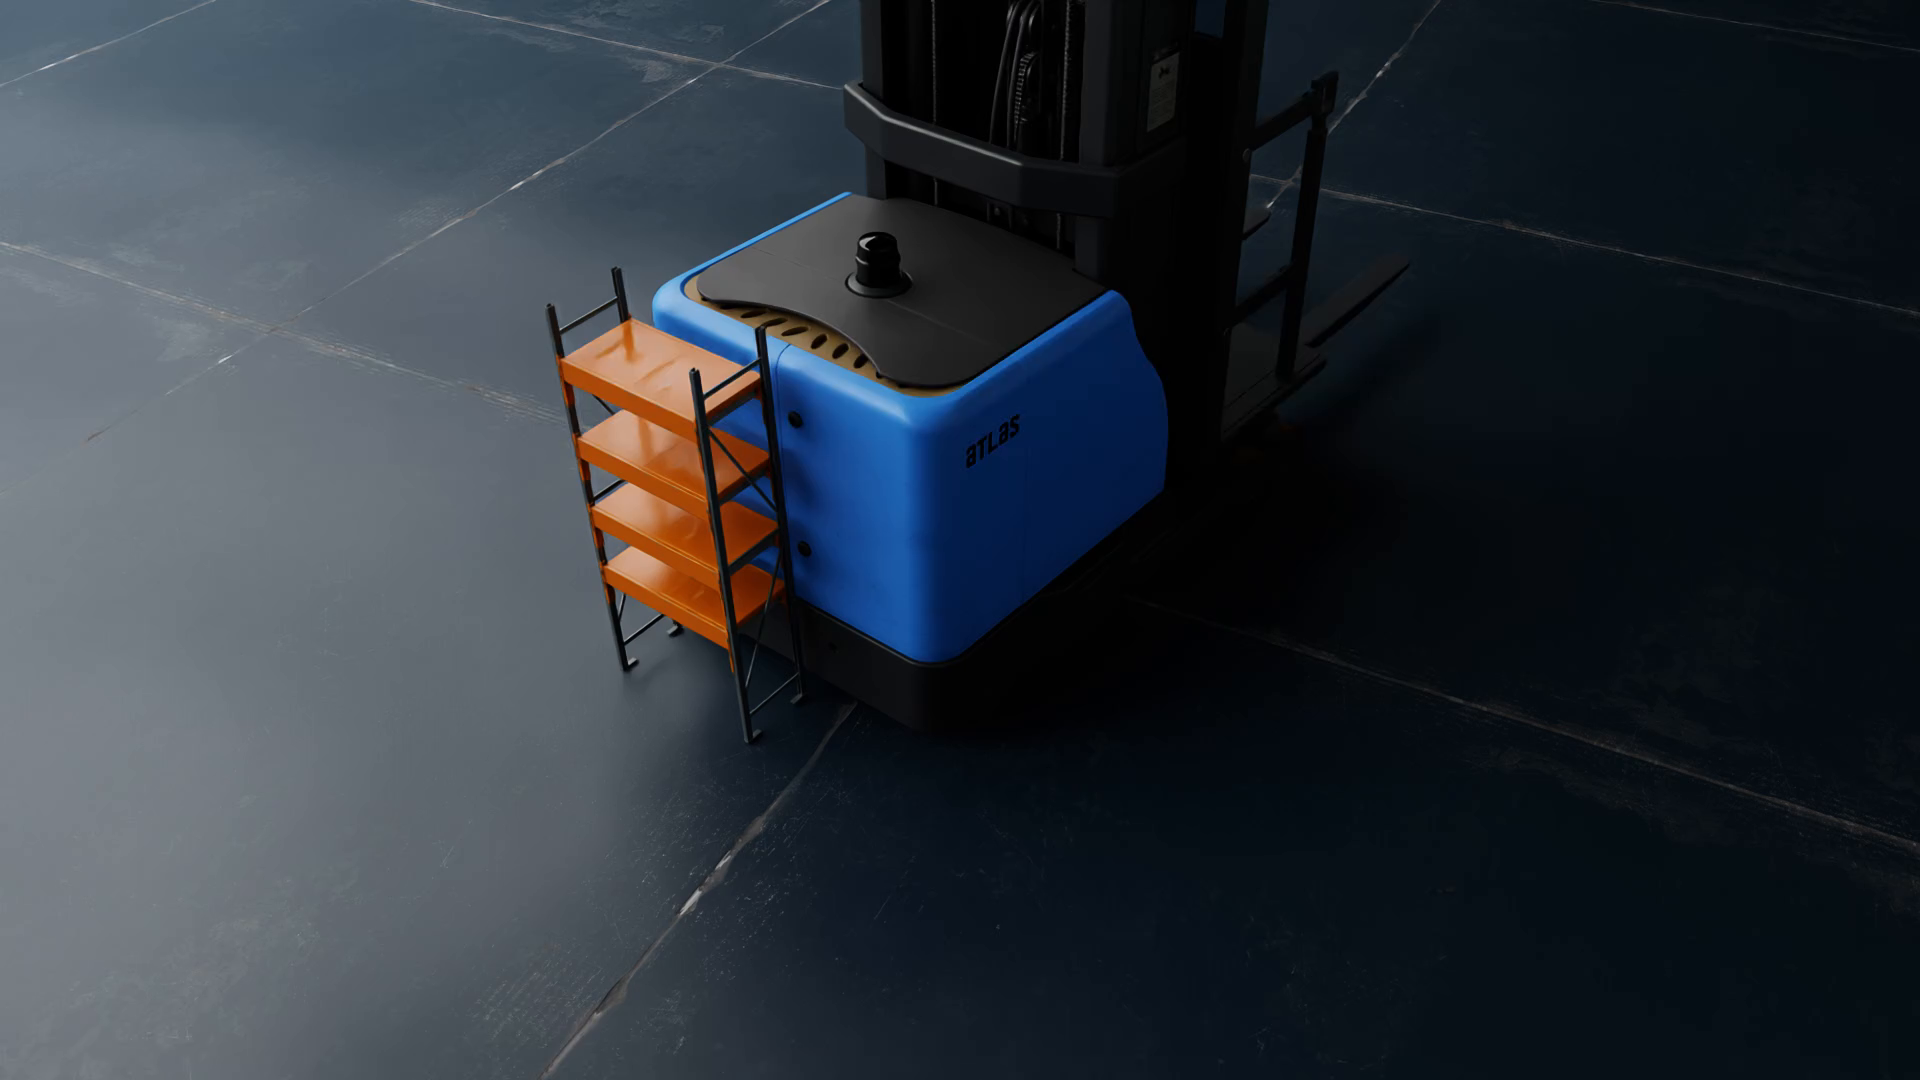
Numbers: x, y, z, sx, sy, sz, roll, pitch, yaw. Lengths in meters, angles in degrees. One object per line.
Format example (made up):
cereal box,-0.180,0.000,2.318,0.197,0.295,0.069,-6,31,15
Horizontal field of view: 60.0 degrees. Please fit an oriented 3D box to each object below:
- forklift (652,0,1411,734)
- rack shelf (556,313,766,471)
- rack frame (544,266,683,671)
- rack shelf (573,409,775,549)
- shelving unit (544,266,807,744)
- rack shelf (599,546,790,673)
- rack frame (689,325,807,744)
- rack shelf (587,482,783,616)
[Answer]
forklift,0.494,-1.475,4.769,1.130,2.935,3.031,26,44,30
rack shelf,-0.726,-0.371,4.088,0.480,0.148,0.258,25,46,29
rack frame,-0.910,-0.155,4.453,0.015,1.200,0.240,25,46,29
rack shelf,-0.720,-0.187,4.237,0.480,0.148,0.258,25,46,29
shelving unit,-0.716,-0.065,4.335,0.503,1.200,0.258,25,46,29
rack shelf,-0.709,0.141,4.502,0.480,0.148,0.258,25,46,29
rack frame,-0.522,0.024,4.217,0.015,1.200,0.240,25,46,29
rack shelf,-0.714,-0.013,4.377,0.480,0.148,0.258,25,46,29
